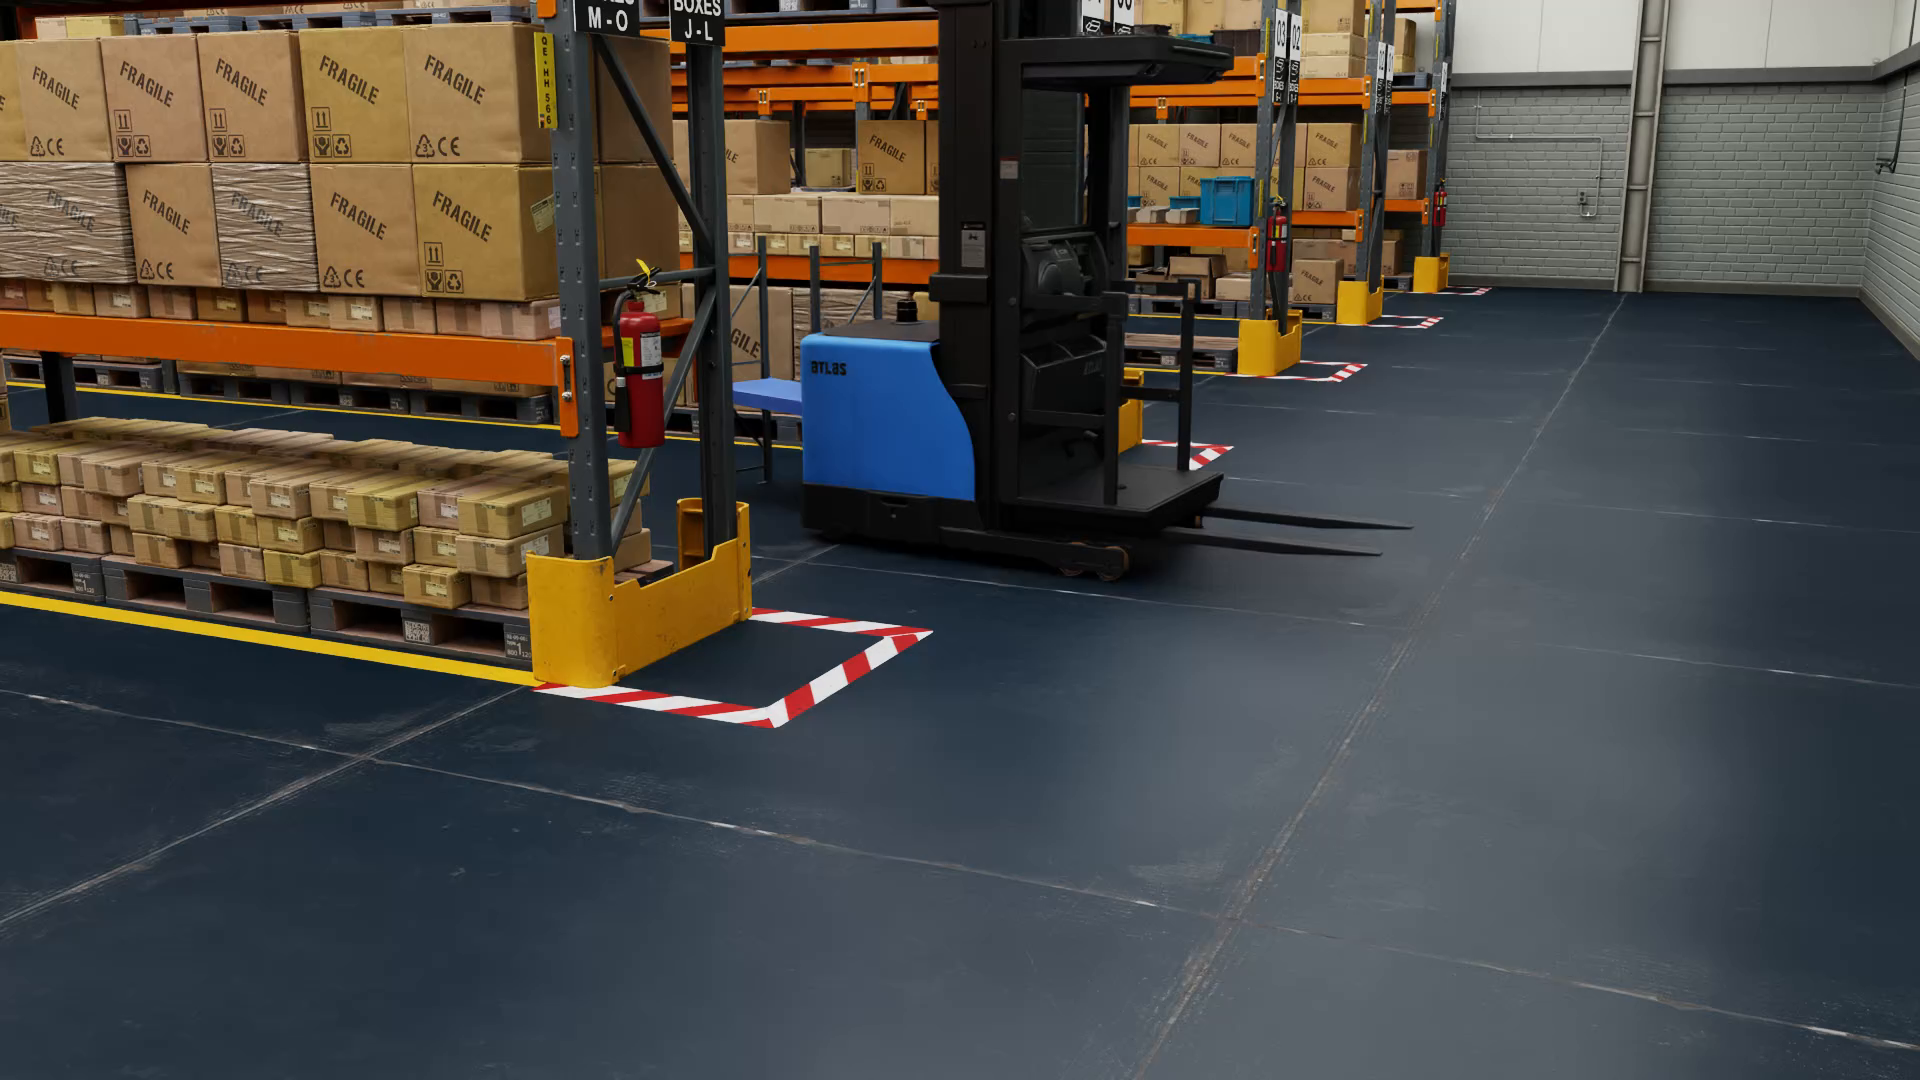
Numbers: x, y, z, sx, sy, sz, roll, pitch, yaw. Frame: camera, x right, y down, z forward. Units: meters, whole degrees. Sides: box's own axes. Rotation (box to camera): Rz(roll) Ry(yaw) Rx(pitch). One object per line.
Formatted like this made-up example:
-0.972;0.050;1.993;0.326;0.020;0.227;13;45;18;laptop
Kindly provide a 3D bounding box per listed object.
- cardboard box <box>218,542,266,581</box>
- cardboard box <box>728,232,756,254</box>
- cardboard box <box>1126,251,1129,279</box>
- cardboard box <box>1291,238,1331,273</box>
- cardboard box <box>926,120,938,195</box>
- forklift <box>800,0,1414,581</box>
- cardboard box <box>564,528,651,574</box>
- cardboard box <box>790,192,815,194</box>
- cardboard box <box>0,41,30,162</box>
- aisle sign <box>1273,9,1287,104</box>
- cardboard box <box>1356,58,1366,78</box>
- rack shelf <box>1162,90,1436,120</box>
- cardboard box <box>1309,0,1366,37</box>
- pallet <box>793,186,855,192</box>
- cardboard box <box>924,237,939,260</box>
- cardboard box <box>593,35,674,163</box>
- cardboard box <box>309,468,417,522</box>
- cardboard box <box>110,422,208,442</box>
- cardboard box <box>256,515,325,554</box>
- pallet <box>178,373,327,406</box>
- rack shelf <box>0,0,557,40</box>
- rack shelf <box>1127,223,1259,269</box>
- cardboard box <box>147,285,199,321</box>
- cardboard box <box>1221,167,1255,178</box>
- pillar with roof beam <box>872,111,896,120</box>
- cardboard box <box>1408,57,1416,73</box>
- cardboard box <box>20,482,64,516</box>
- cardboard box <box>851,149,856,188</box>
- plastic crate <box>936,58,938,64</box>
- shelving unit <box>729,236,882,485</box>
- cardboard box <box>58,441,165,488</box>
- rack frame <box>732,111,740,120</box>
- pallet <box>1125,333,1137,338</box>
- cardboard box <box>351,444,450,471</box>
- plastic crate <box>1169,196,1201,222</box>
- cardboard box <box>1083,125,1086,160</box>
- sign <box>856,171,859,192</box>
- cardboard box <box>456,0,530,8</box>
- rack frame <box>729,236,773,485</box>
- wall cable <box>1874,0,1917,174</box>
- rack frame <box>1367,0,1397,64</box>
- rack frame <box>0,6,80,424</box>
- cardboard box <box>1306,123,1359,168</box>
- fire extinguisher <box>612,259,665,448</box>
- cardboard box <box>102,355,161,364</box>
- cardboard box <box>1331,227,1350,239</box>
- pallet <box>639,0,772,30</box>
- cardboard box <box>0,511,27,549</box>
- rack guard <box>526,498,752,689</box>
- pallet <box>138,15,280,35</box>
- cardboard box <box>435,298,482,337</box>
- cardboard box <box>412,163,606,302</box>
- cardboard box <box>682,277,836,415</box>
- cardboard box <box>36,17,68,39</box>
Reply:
-3.000;0.054;7.280;0.250;0.149;0.380;6;15;24;cardboard box
-1.454;-2.077;11.590;0.250;0.149;0.380;6;14;24;cardboard box
1.876;-3.488;21.564;0.500;0.500;0.500;6;14;23;cardboard box
5.302;-4.274;24.954;0.500;0.500;0.700;5;14;21;cardboard box
0.095;-2.630;11.431;0.500;0.500;0.500;5;14;22;cardboard box
0.708;-1.372;8.184;3.031;2.935;1.130;7;15;27;forklift
-1.569;0.049;7.301;0.250;0.149;0.380;6;15;24;cardboard box
-1.325;-2.407;12.124;0.500;0.250;0.500;6;15;24;cardboard box
-4.083;-1.932;7.364;0.500;0.500;0.500;5;14;22;cardboard box
2.835;-4.278;14.730;0.004;0.787;0.394;6;14;23;aisle sign
4.531;-5.603;19.827;0.500;0.250;0.500;6;14;23;cardboard box
5.072;-6.445;24.663;4.000;0.370;1.077;6;14;23;rack shelf
4.421;-6.154;19.443;0.500;0.500;0.700;6;14;23;cardboard box
-1.769;-4.713;22.695;1.003;0.211;1.213;6;14;23;pallet
-0.046;-1.935;10.985;0.250;0.149;0.380;6;14;23;cardboard box
-1.523;-1.796;6.786;0.500;0.500;0.500;6;14;23;cardboard box
-2.512;-0.191;7.023;0.250;0.149;0.380;5;14;21;cardboard box
-3.966;-0.480;8.253;0.250;0.149;0.380;6;14;23;cardboard box
-2.772;-0.063;7.126;0.250;0.149;0.380;6;14;24;cardboard box
-5.742;-1.340;14.002;1.213;0.211;1.003;6;14;23;pallet
-3.048;-2.314;7.060;4.000;0.370;1.077;6;14;23;rack shelf
1.059;-2.915;16.187;4.000;0.370;1.077;6;14;23;rack shelf
-3.263;-1.046;7.195;0.250;0.149;0.380;6;15;25;cardboard box
3.448;-4.242;20.050;0.500;0.500;0.500;6;14;24;cardboard box
-2.996;-8.212;24.054;0.400;9.000;9.100;6;14;23;pillar with roof beam
6.333;-6.909;24.256;0.500;0.250;0.500;7;15;26;cardboard box
-4.170;-0.231;7.841;0.250;0.149;0.380;6;14;23;cardboard box
-1.037;-4.949;22.140;0.500;0.500;0.700;9;16;34;cardboard box
-0.260;-4.832;16.677;0.662;0.188;0.450;6;14;23;plastic crate
-0.983;-0.966;9.589;1.048;1.500;0.538;13;18;43;shelving unit
-3.919;-0.350;7.699;0.250;0.149;0.380;5;14;22;cardboard box
-4.071;-6.260;28.866;0.127;3.000;1.000;6;14;23;rack frame
1.038;-1.920;16.477;1.213;0.211;1.003;6;14;23;pallet
-2.550;-0.329;7.608;0.250;0.149;0.380;6;15;25;cardboard box
2.194;-3.181;15.978;0.300;0.233;0.416;6;14;23;plastic crate
1.557;-4.918;20.739;0.500;0.500;0.500;6;15;25;cardboard box
-0.994;-3.470;16.373;0.005;0.325;0.100;6;14;23;sign
-3.310;-4.181;12.302;0.500;0.500;0.700;6;15;25;cardboard box
-1.344;-1.048;9.937;0.032;1.500;0.500;13;18;43;rack frame
11.927;-5.961;21.255;0.112;2.526;3.097;6;14;23;wall cable
4.898;-7.035;19.038;0.127;3.000;1.000;6;14;23;rack frame
-4.877;-1.389;8.109;0.127;3.000;1.000;6;14;23;rack frame
4.379;-4.634;19.529;0.500;0.500;0.500;6;14;23;cardboard box
-1.176;-0.680;6.073;0.183;0.674;0.296;6;14;23;fire extinguisher
-7.053;-1.841;14.544;0.500;0.500;0.700;5;14;20;cardboard box
5.723;-4.597;24.912;0.250;0.149;0.380;6;14;24;cardboard box
-2.032;-3.755;11.820;1.213;0.211;1.003;6;14;23;pallet
-4.431;-0.080;7.853;0.250;0.149;0.380;6;15;25;cardboard box
-1.289;0.191;6.848;0.348;0.500;1.175;6;14;23;rack guard
-5.823;-4.106;13.534;1.003;0.211;1.213;7;15;26;pallet
-1.844;-0.899;6.569;0.250;0.149;0.380;6;14;23;cardboard box
-1.735;-1.200;6.435;0.500;0.500;0.500;6;15;24;cardboard box
-1.382;-1.425;11.993;0.875;0.875;0.875;6;14;23;cardboard box
-7.426;-4.209;13.889;0.500;0.250;0.500;6;14;23;cardboard box
